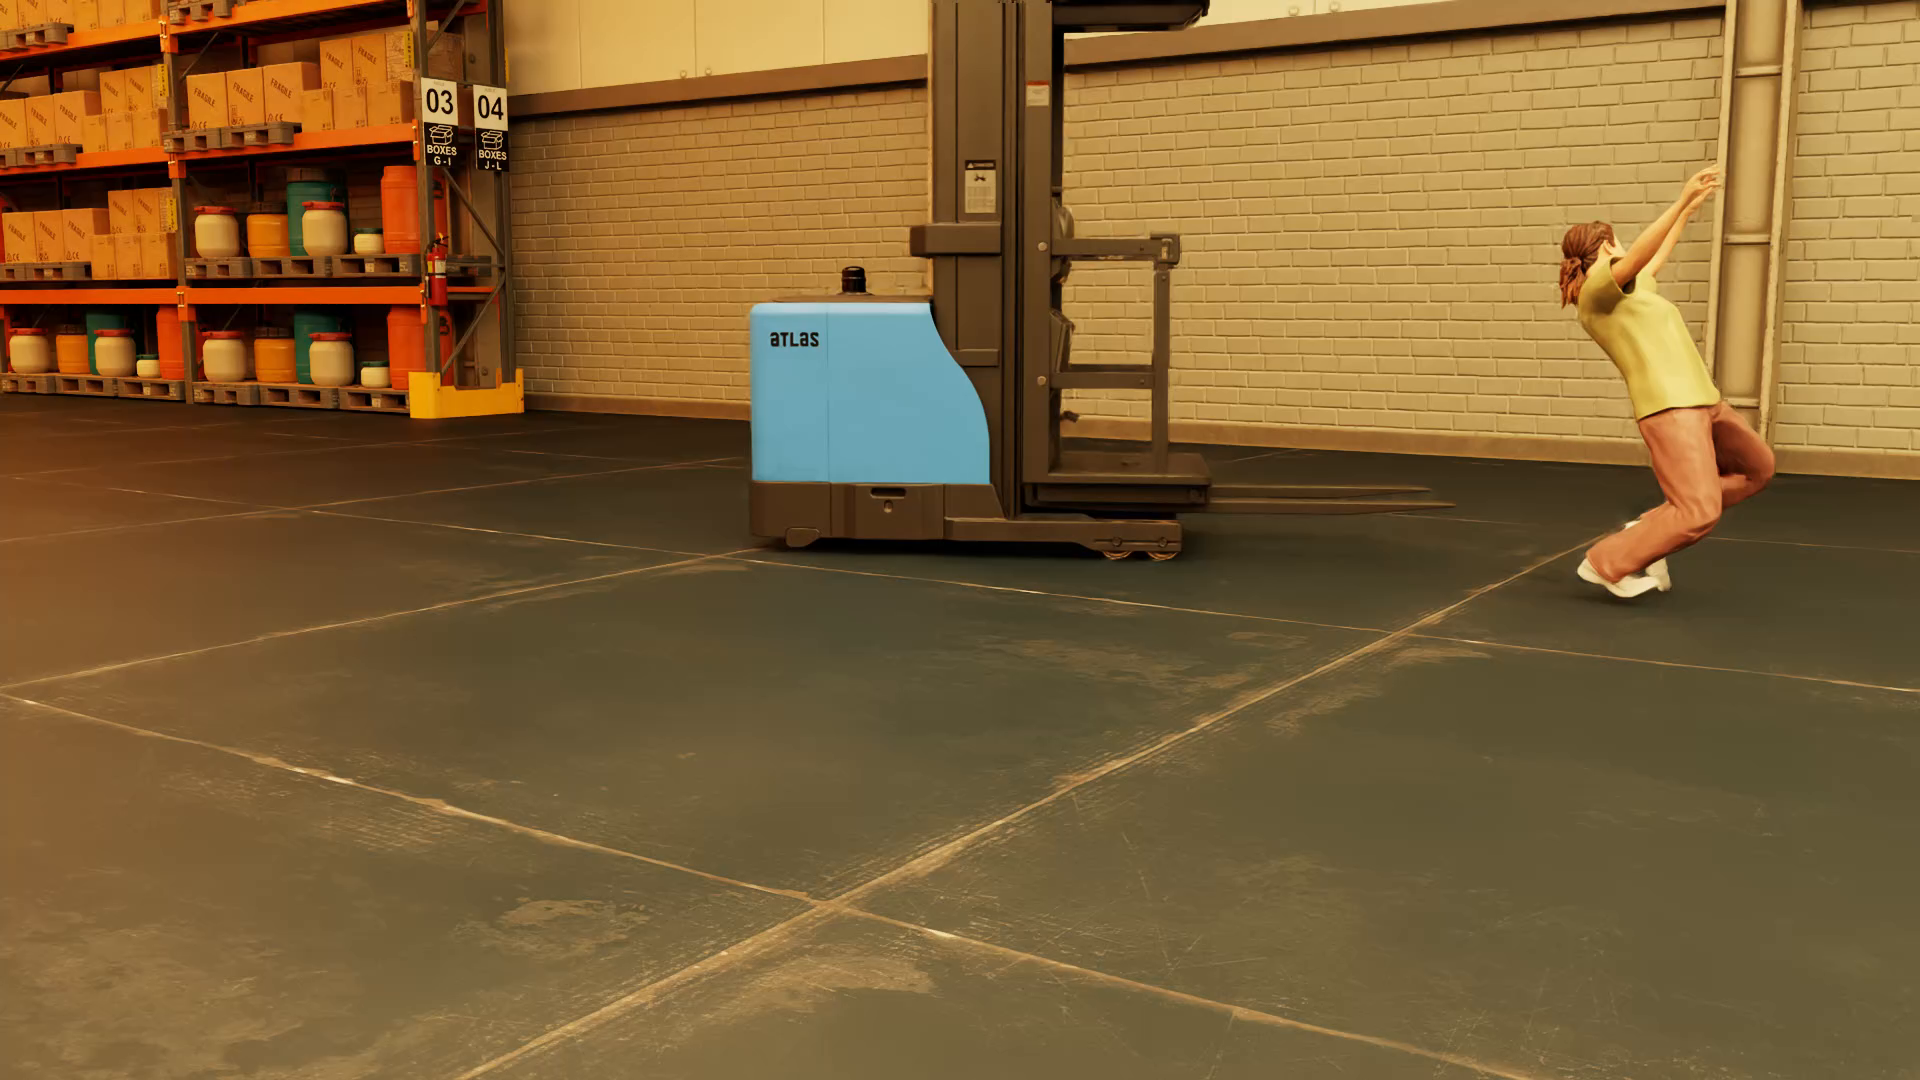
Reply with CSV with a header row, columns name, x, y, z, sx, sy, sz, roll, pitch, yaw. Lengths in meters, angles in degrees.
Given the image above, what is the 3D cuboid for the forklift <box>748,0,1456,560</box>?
name,x,y,z,sx,sy,sz,roll,pitch,yaw
forklift,0.629,-1.445,7.352,3.031,2.935,1.130,1,8,6

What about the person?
name,x,y,z,sx,sy,sz,roll,pitch,yaw
person,2.527,-0.544,6.014,0.728,1.530,0.862,6,10,36
